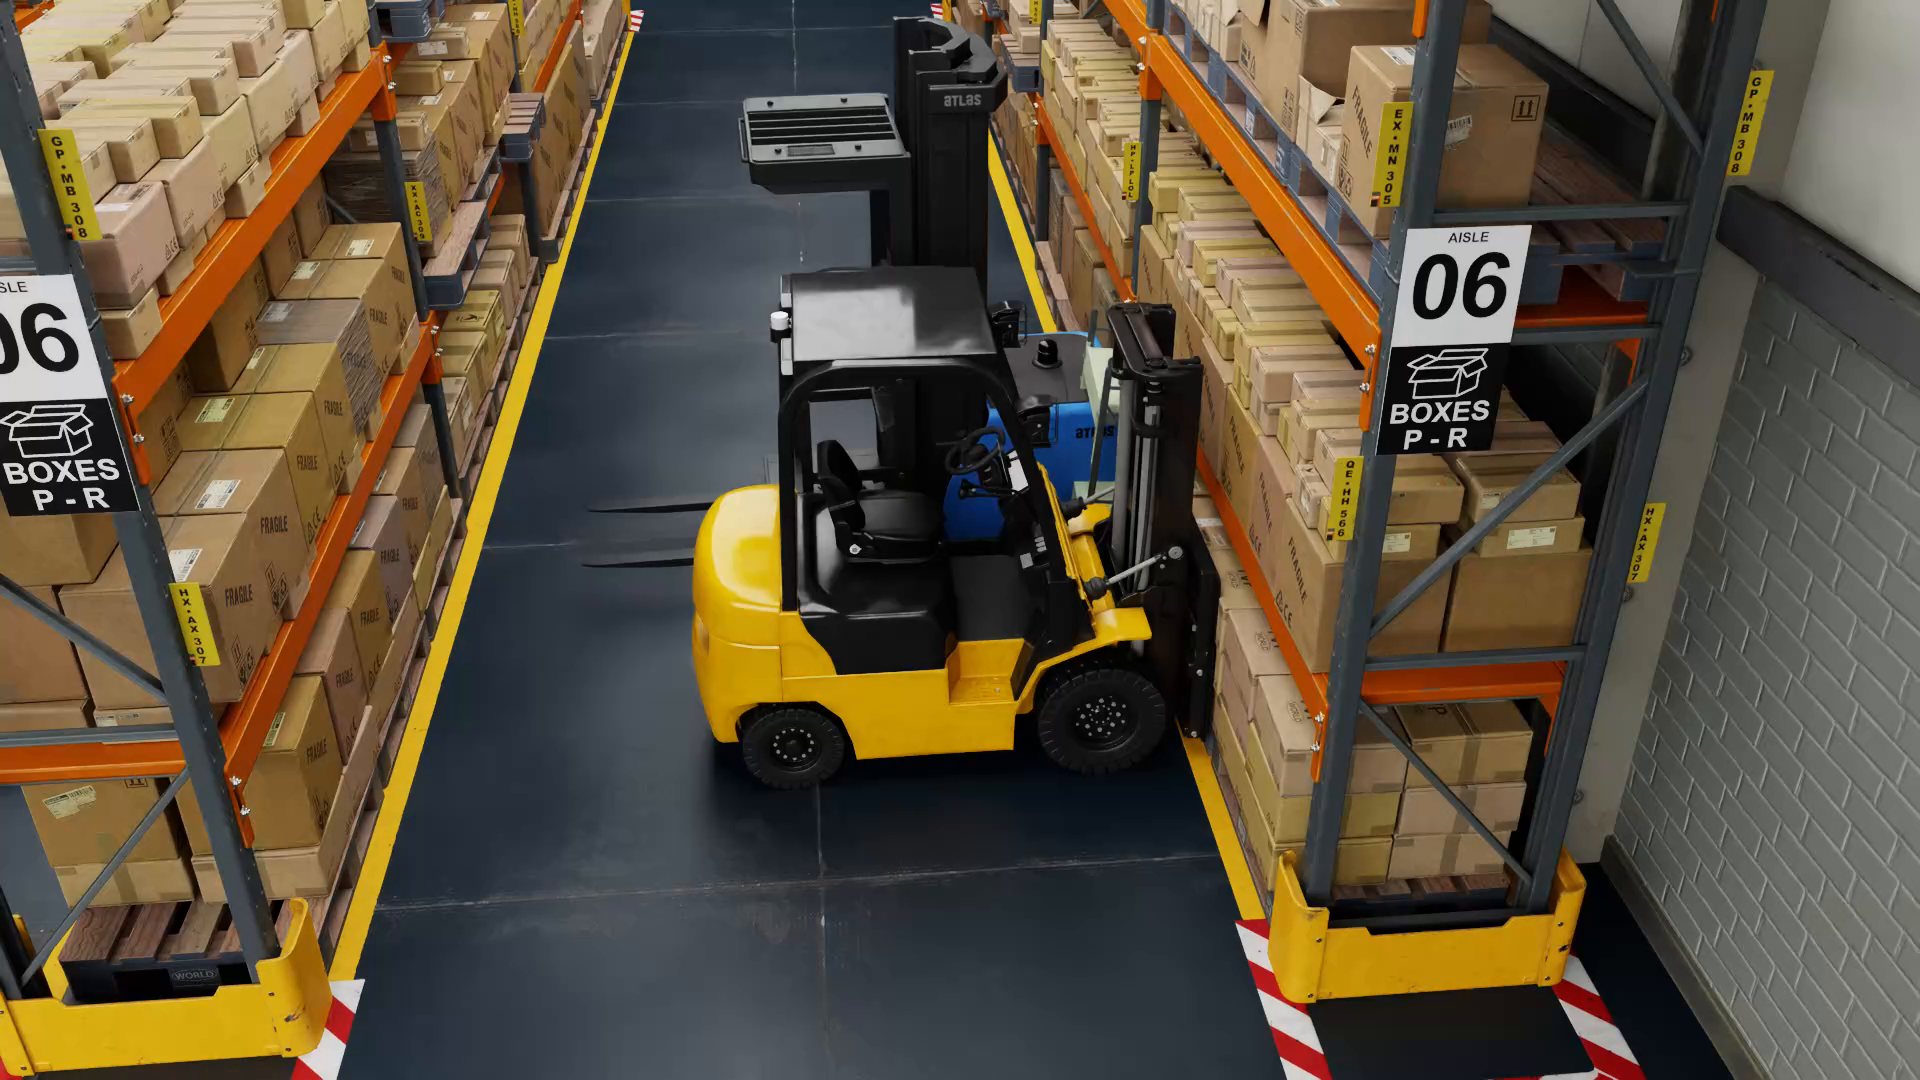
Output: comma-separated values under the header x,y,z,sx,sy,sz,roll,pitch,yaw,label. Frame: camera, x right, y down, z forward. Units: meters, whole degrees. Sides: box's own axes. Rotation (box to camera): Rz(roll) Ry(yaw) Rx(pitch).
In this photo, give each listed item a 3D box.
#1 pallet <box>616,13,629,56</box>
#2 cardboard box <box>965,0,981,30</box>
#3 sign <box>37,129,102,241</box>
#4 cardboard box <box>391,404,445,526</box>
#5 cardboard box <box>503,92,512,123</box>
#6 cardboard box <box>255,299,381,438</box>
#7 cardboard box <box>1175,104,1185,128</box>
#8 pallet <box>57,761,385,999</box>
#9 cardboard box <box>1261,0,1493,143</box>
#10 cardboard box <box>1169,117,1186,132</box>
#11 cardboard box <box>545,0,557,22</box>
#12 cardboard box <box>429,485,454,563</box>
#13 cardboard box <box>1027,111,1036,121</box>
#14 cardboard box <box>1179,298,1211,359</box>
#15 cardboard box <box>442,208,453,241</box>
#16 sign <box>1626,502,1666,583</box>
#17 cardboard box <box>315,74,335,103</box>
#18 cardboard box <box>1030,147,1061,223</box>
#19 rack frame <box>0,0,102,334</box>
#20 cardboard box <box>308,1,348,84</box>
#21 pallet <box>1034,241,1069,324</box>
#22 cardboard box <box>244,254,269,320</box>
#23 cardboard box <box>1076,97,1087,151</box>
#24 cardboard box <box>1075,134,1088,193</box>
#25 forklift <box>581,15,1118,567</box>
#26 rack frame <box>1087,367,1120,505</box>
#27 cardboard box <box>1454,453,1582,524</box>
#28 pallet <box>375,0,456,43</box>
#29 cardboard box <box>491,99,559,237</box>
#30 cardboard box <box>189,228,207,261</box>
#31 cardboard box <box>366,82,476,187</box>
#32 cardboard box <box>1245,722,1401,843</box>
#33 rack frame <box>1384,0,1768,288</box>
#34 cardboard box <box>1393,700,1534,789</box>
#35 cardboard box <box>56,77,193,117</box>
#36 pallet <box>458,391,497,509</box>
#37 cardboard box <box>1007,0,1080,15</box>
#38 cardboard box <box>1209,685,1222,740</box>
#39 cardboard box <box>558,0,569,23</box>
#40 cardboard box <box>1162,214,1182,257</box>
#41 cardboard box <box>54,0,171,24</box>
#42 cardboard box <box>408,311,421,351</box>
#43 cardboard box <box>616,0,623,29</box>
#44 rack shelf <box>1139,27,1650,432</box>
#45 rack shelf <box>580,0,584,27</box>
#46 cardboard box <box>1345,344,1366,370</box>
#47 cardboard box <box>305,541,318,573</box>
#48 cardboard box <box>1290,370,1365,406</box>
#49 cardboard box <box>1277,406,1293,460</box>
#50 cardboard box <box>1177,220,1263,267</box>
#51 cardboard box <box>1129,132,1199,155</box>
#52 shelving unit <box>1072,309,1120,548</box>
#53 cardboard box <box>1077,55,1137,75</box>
x,y,z,sx,sy,sz,roll,pitch,yaw,label
-4.421,-5.888,19.402,1.003,0.211,1.213,-3,31,-5,pallet
0.322,-5.807,18.574,0.500,0.500,0.500,-2,31,-4,cardboard box
-2.538,-1.010,4.738,0.100,0.325,0.005,-3,31,-5,sign
-3.130,-0.395,9.027,0.500,0.500,0.500,-3,31,-5,cardboard box
-3.396,-3.062,11.786,0.380,0.149,0.250,-3,31,-5,cardboard box
-3.055,-0.791,7.762,0.500,0.500,0.500,-2,31,-3,cardboard box
1.604,-2.767,10.727,0.380,0.149,0.250,-3,31,-5,cardboard box
-3.126,1.421,7.165,1.003,0.211,1.213,-3,31,-5,pallet
1.583,-1.856,6.403,0.700,0.500,0.500,-3,31,-4,cardboard box
1.624,-2.544,10.742,0.500,0.250,0.500,-3,31,-6,cardboard box
-3.743,-4.604,14.192,0.500,0.250,0.500,-2,31,-4,cardboard box
-3.129,-0.074,9.220,0.500,0.250,0.500,-1,31,-2,cardboard box
0.781,-3.545,14.155,0.380,0.149,0.250,-4,31,-6,cardboard box
1.385,-0.883,8.205,0.500,0.500,0.500,-3,31,-5,cardboard box
-3.204,-1.861,9.775,0.380,0.149,0.250,-2,31,-4,cardboard box
2.416,0.010,5.886,0.100,0.325,0.005,-3,31,-5,sign
-3.135,-2.134,7.717,0.380,0.149,0.250,-2,31,-4,cardboard box
0.862,-2.958,13.804,0.500,0.500,0.500,-2,31,-3,cardboard box
-3.078,-1.896,4.149,1.000,3.000,0.127,-3,31,-5,rack frame
-3.095,-2.244,7.512,0.500,0.250,0.500,-3,31,-5,cardboard box
1.154,-2.025,12.935,1.003,0.211,1.213,-3,31,-5,pallet
-3.581,-1.208,7.485,0.700,0.500,0.500,-3,31,-6,cardboard box
1.064,-2.773,11.127,0.500,0.250,0.500,-2,31,-4,cardboard box
1.058,-2.558,11.253,0.500,0.250,0.500,-2,31,-3,cardboard box
-0.619,-1.212,8.921,3.031,2.935,1.130,-4,31,-7,forklift
0.849,-0.186,8.541,0.400,1.500,0.023,3,30,-4,rack frame
2.045,-0.191,6.125,0.380,0.149,0.250,-3,31,-6,cardboard box
-3.404,-2.890,8.922,1.213,0.211,1.003,-3,31,-5,pallet
-3.808,-3.030,13.560,0.875,0.875,0.875,-3,31,-5,cardboard box
-2.938,-1.077,5.948,0.380,0.149,0.250,-3,31,-5,cardboard box
-3.290,-2.476,10.172,0.500,0.500,0.500,-3,31,-5,cardboard box
1.507,0.992,6.949,0.500,0.250,0.500,-3,31,-5,cardboard box
1.863,-2.136,4.550,1.000,3.000,0.127,-3,31,-5,rack frame
2.007,0.756,6.856,0.500,0.250,0.500,-3,31,-5,cardboard box
-2.978,-1.546,5.956,0.380,0.149,0.250,-3,31,-5,cardboard box
-3.526,-0.563,10.487,1.003,0.211,1.213,-3,31,-5,pallet
0.779,-4.694,14.173,0.797,0.503,0.637,-3,31,-6,cardboard box
1.430,0.705,7.917,0.500,0.250,0.500,-2,31,-4,cardboard box
-3.860,-4.906,15.184,0.500,0.250,0.500,-3,31,-5,cardboard box
1.283,-1.616,8.801,0.380,0.149,0.250,-2,31,-3,cardboard box
-3.681,-2.307,7.229,0.380,0.149,0.250,-3,31,-5,cardboard box
-3.118,-1.106,8.921,0.380,0.149,0.250,-3,31,-5,cardboard box
-4.412,-6.238,19.357,0.875,0.438,0.875,-4,31,-6,cardboard box
1.676,-1.560,7.214,1.077,0.370,4.000,-3,31,-5,rack shelf
-4.386,-6.160,17.839,1.077,0.370,4.000,-3,31,-5,rack shelf
1.969,-0.851,7.519,0.380,0.149,0.250,-3,31,-5,cardboard box
-2.921,0.074,6.946,0.380,0.149,0.250,-2,31,-3,cardboard box
1.565,-0.570,6.758,0.380,0.149,0.250,-3,31,-4,cardboard box
1.523,-0.437,6.826,0.380,0.149,0.250,-3,31,-5,cardboard box
1.293,-1.479,8.281,0.380,0.149,0.250,-2,31,-3,cardboard box
1.224,-2.346,10.023,0.380,0.149,0.250,-3,31,-5,cardboard box
0.839,-0.371,8.857,0.431,1.500,0.755,3,30,-4,shelving unit
1.018,-3.263,11.558,0.380,0.149,0.250,-2,31,-4,cardboard box
